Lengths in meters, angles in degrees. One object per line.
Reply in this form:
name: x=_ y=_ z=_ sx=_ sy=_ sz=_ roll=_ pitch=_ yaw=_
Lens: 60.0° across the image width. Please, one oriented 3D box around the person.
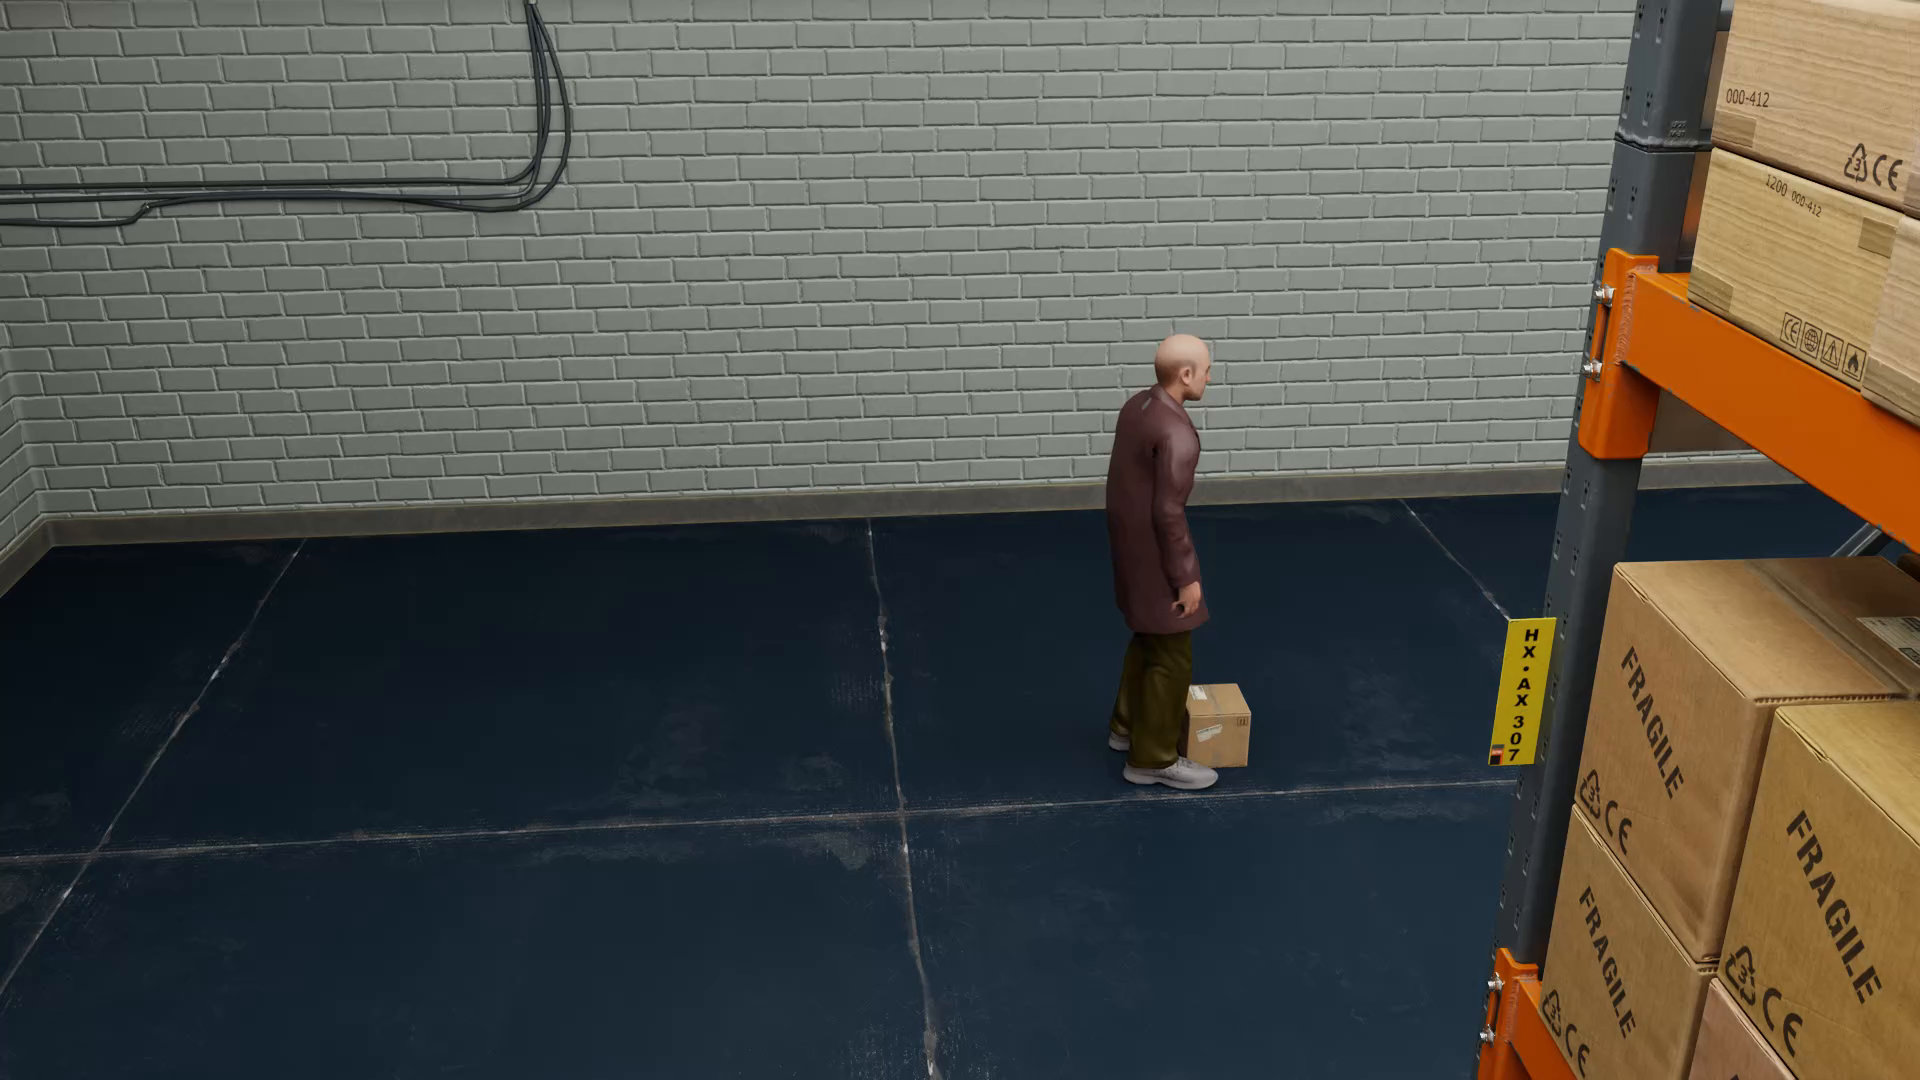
person: x=0.782 y=0.068 z=6.461 sx=0.429 sy=1.772 sz=0.647 roll=-4 pitch=24 yaw=-8
